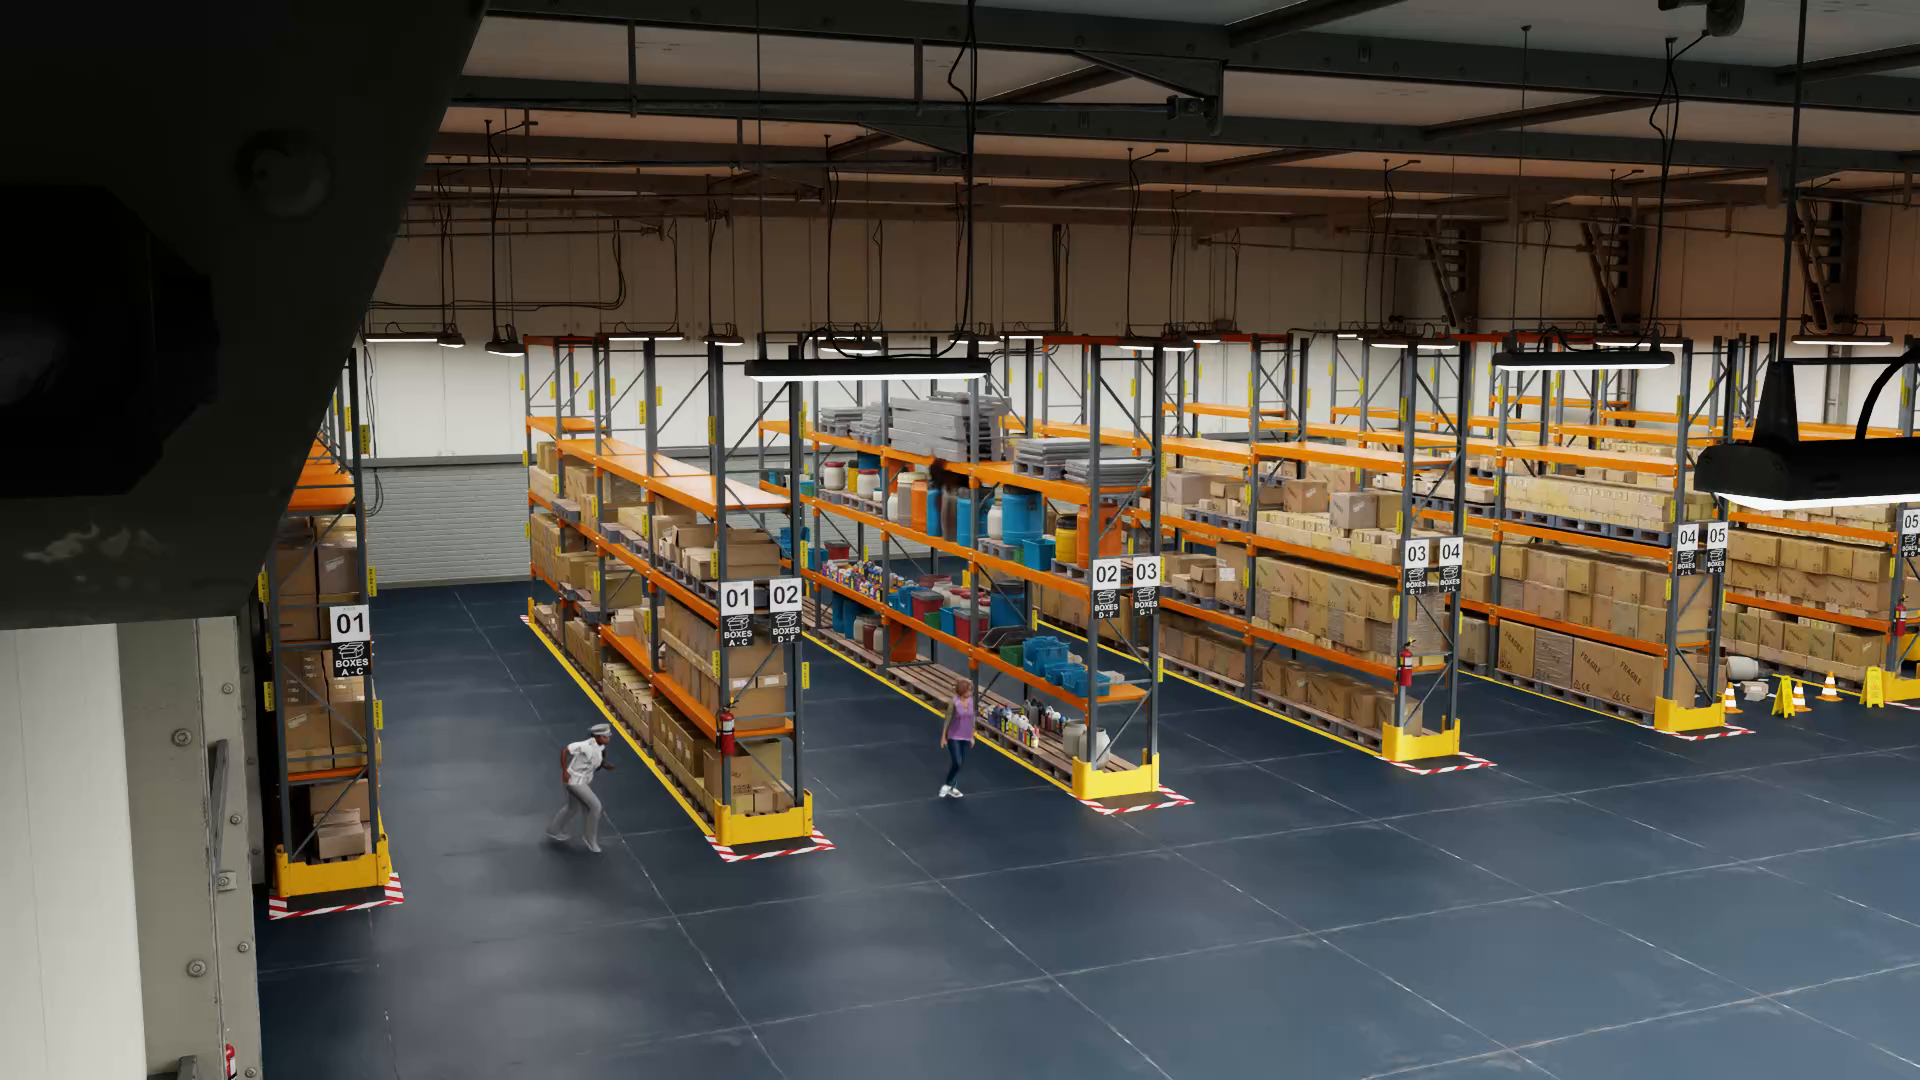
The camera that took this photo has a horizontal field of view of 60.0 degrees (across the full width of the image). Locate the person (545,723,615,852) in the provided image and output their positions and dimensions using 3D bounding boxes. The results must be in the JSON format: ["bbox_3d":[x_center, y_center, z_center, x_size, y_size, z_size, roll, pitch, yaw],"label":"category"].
[{"bbox_3d":[-4.570,2.960,19.851,0.962,1.608,0.623,3,8,18],"label":"person"}]

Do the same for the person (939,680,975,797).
[{"bbox_3d":[-0.034,2.626,21.932,0.509,1.582,0.454,-6,9,-37],"label":"person"}]
